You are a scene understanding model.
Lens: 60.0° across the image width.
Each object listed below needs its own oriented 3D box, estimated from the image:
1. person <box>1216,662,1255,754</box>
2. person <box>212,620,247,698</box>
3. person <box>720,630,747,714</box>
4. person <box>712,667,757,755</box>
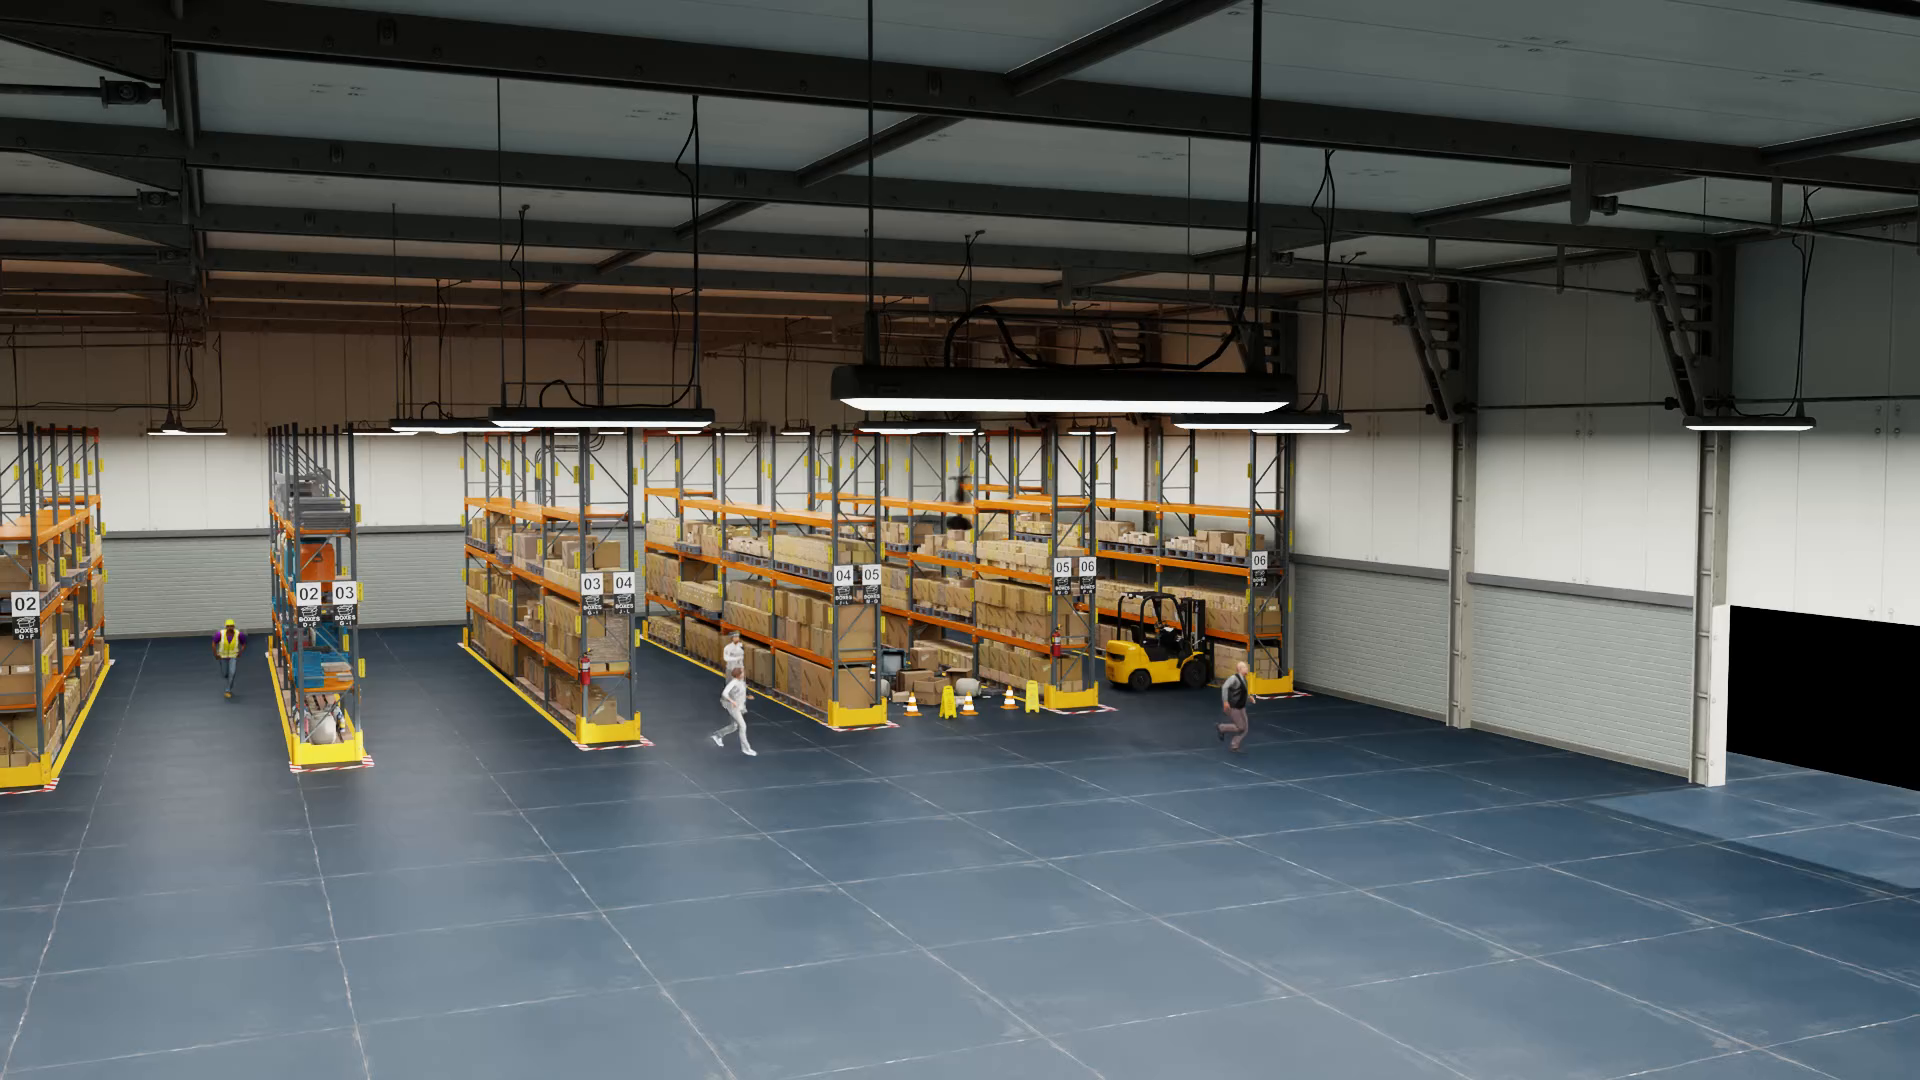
[{"bbox_3d":[5.015,3.097,30.259,0.688,1.598,0.692,2,4,35],"label":"person"},{"bbox_3d":[-16.285,2.621,37.084,0.716,1.739,0.838,-1,4,-20],"label":"person"},{"bbox_3d":[-4.733,2.733,34.786,0.589,1.720,0.883,-3,4,-37],"label":"person"},{"bbox_3d":[-4.111,3.087,30.119,0.870,1.598,0.551,1,4,11],"label":"person"}]
